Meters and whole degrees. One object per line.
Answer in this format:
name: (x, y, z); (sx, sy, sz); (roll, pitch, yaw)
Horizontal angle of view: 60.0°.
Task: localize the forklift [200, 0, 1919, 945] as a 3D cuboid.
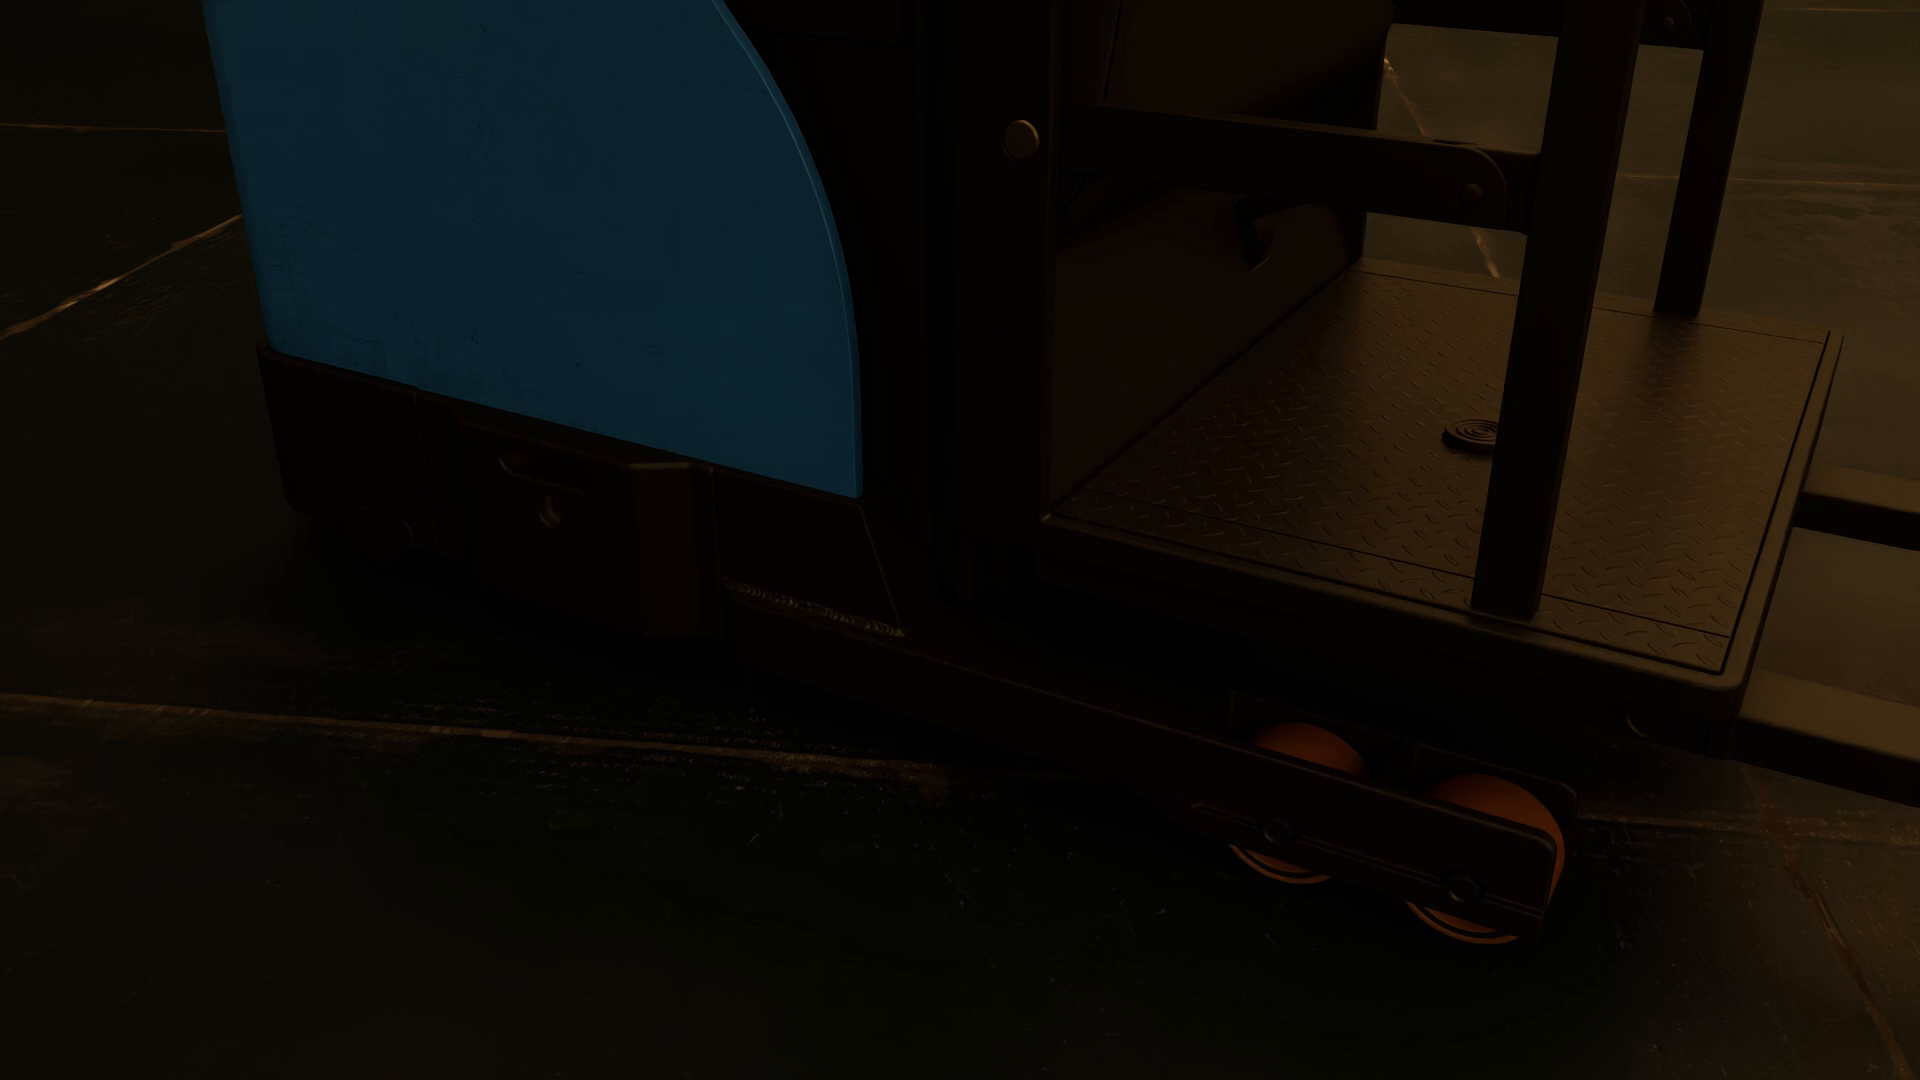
forklift: (0.529, -1.176, 1.574); (3.031, 2.935, 1.130); (14, 30, 26)
